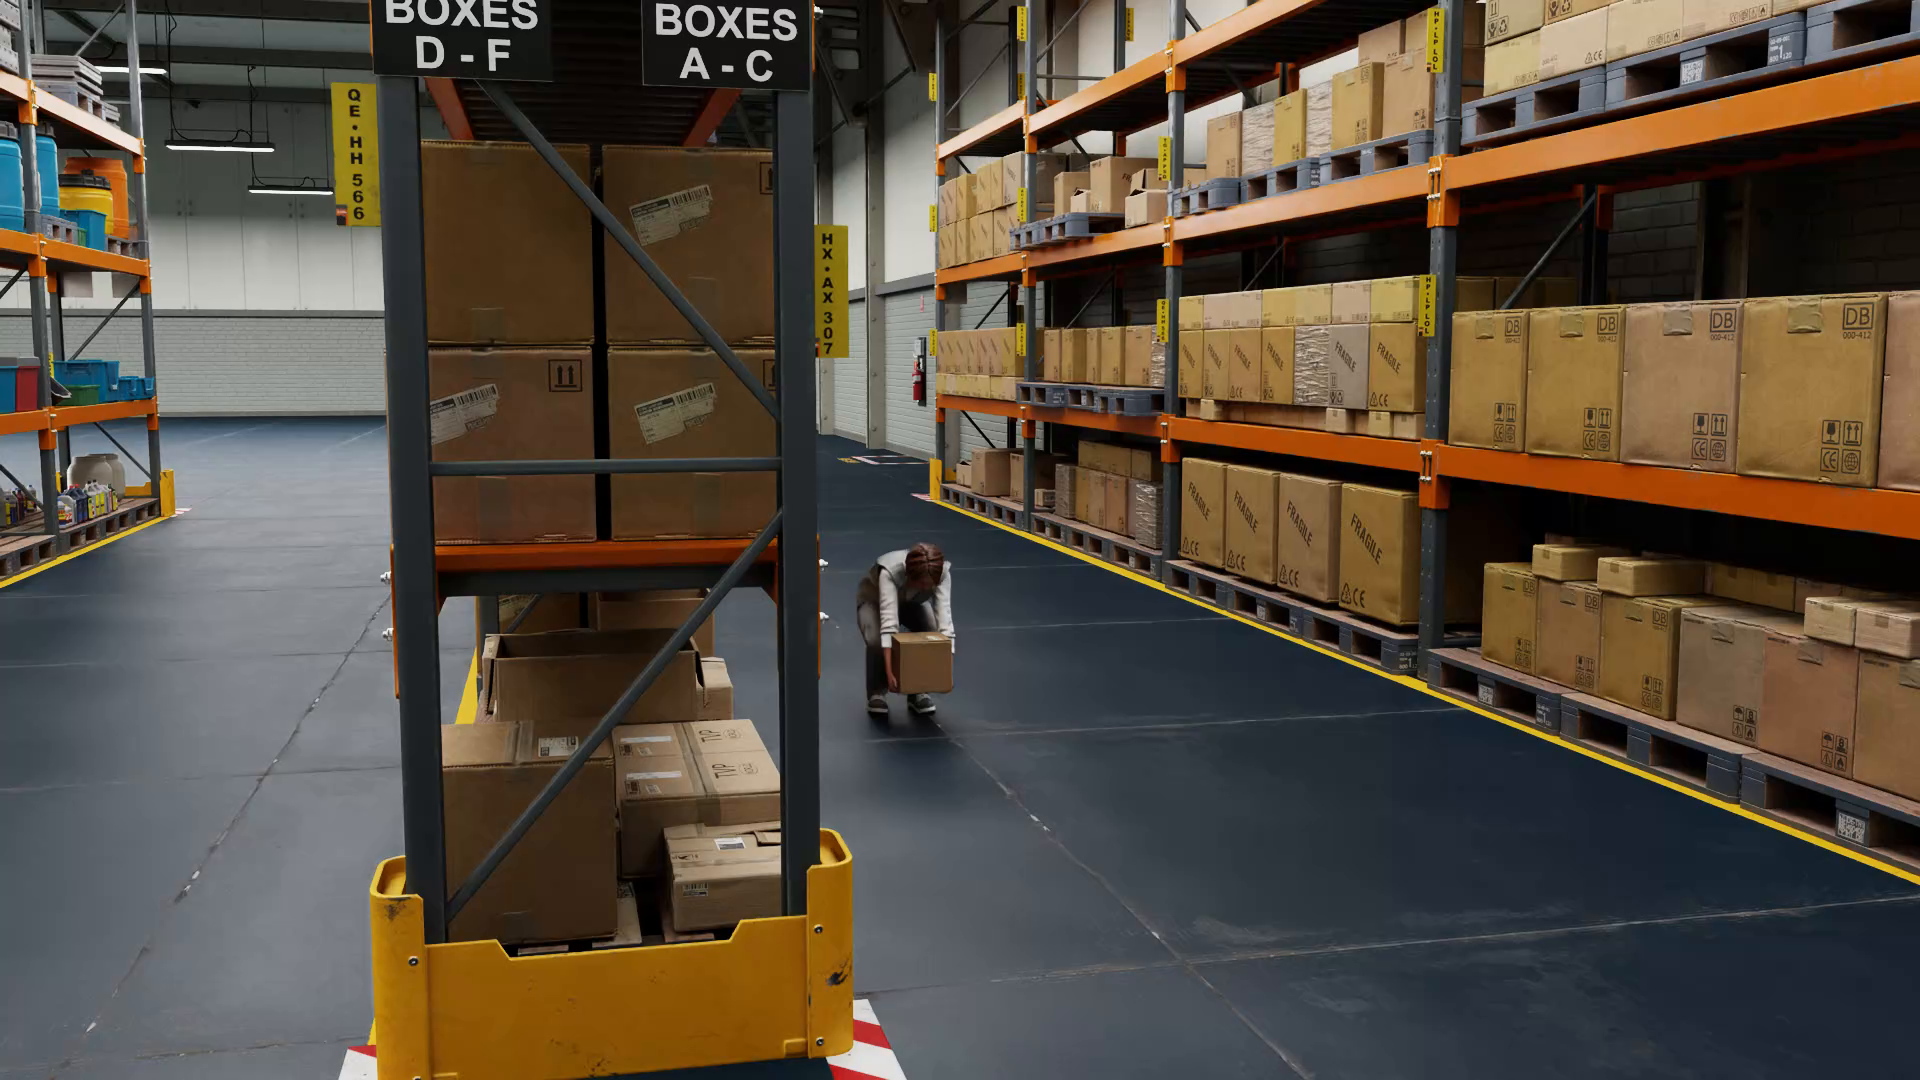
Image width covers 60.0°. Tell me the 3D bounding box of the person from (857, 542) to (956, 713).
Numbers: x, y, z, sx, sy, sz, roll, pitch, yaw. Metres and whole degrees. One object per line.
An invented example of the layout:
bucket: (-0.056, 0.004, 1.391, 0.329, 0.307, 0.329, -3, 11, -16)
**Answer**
person: (-0.272, 0.430, 8.219, 0.419, 0.892, 0.847, -2, 7, -15)
